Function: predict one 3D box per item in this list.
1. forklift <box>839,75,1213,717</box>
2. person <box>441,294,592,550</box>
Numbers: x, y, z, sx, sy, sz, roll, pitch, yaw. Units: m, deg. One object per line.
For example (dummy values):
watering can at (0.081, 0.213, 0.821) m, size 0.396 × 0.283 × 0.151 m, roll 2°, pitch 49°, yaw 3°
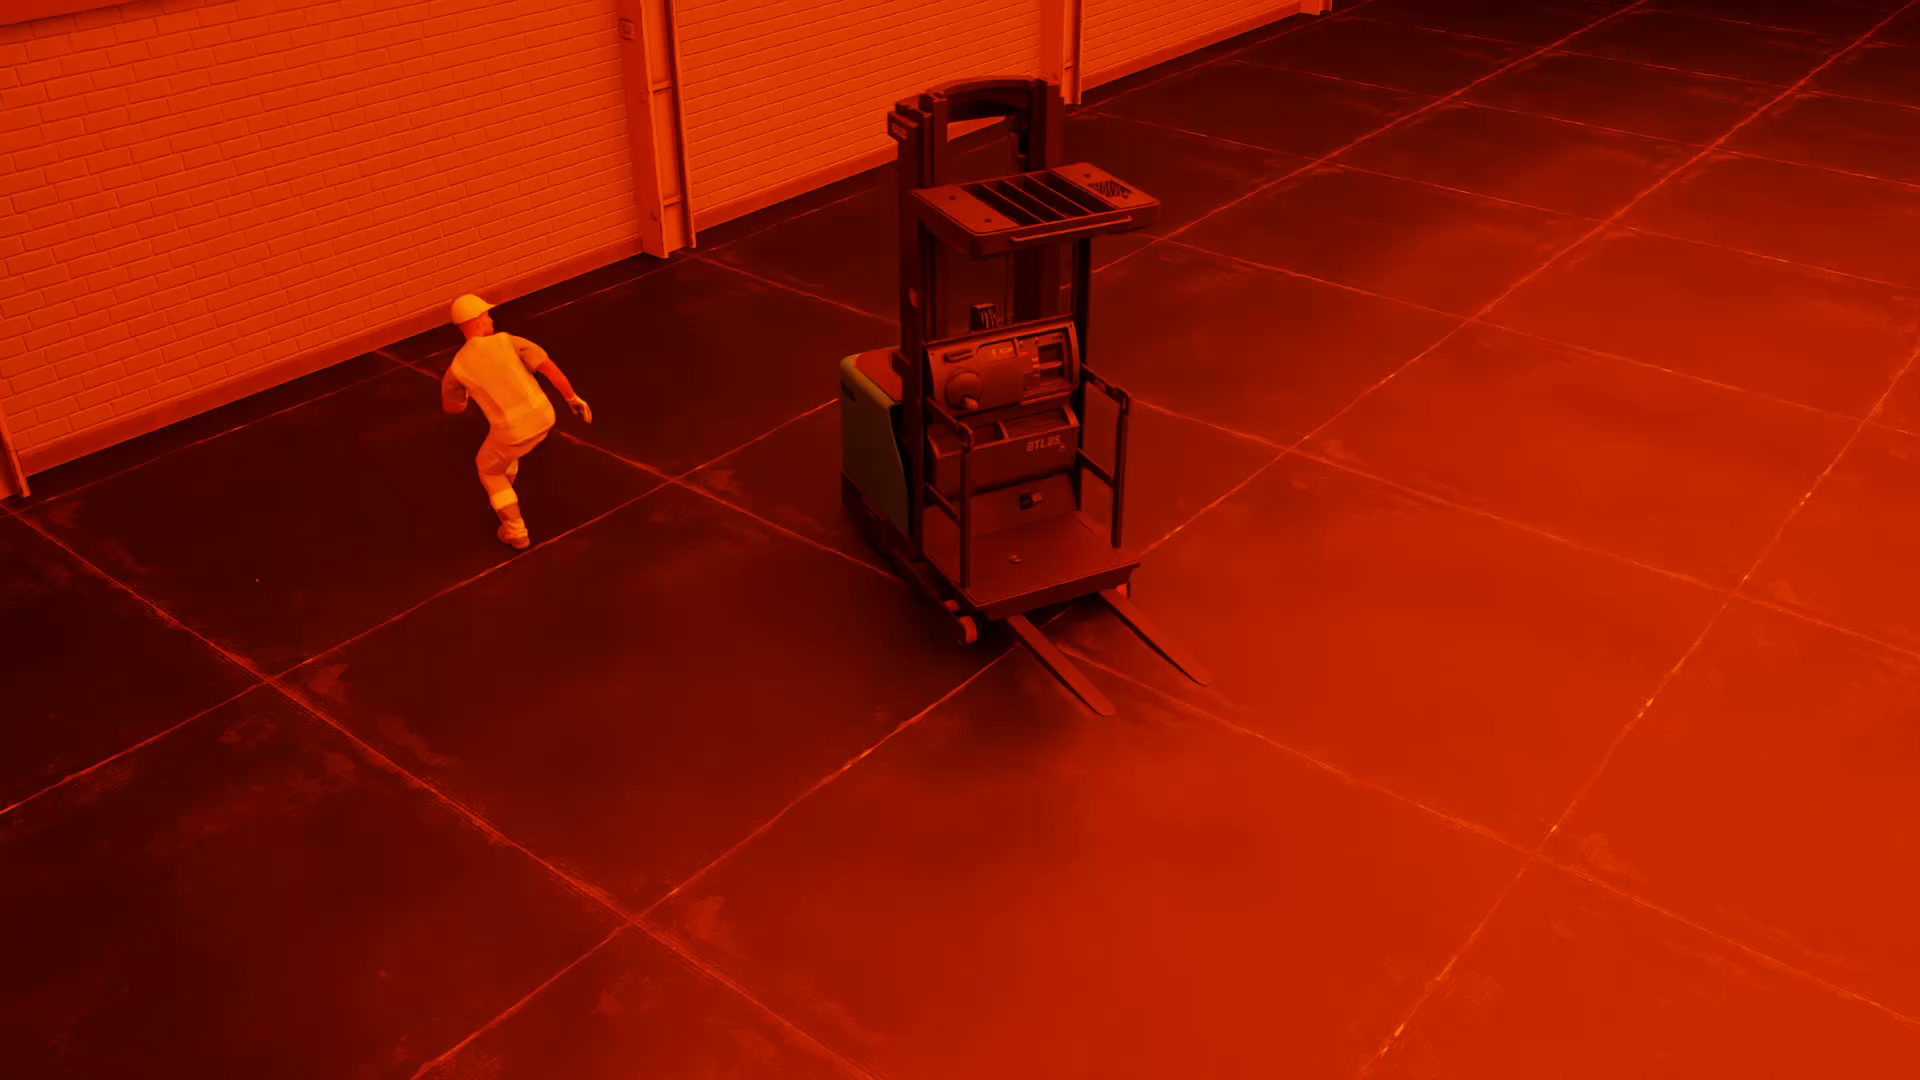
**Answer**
forklift at (0.349, -0.925, 9.178) m, size 1.130 × 2.935 × 3.031 m, roll -14°, pitch 33°, yaw -23°
person at (-2.789, -0.791, 10.305) m, size 0.779 × 1.586 × 0.811 m, roll -20°, pitch 36°, yaw -30°
